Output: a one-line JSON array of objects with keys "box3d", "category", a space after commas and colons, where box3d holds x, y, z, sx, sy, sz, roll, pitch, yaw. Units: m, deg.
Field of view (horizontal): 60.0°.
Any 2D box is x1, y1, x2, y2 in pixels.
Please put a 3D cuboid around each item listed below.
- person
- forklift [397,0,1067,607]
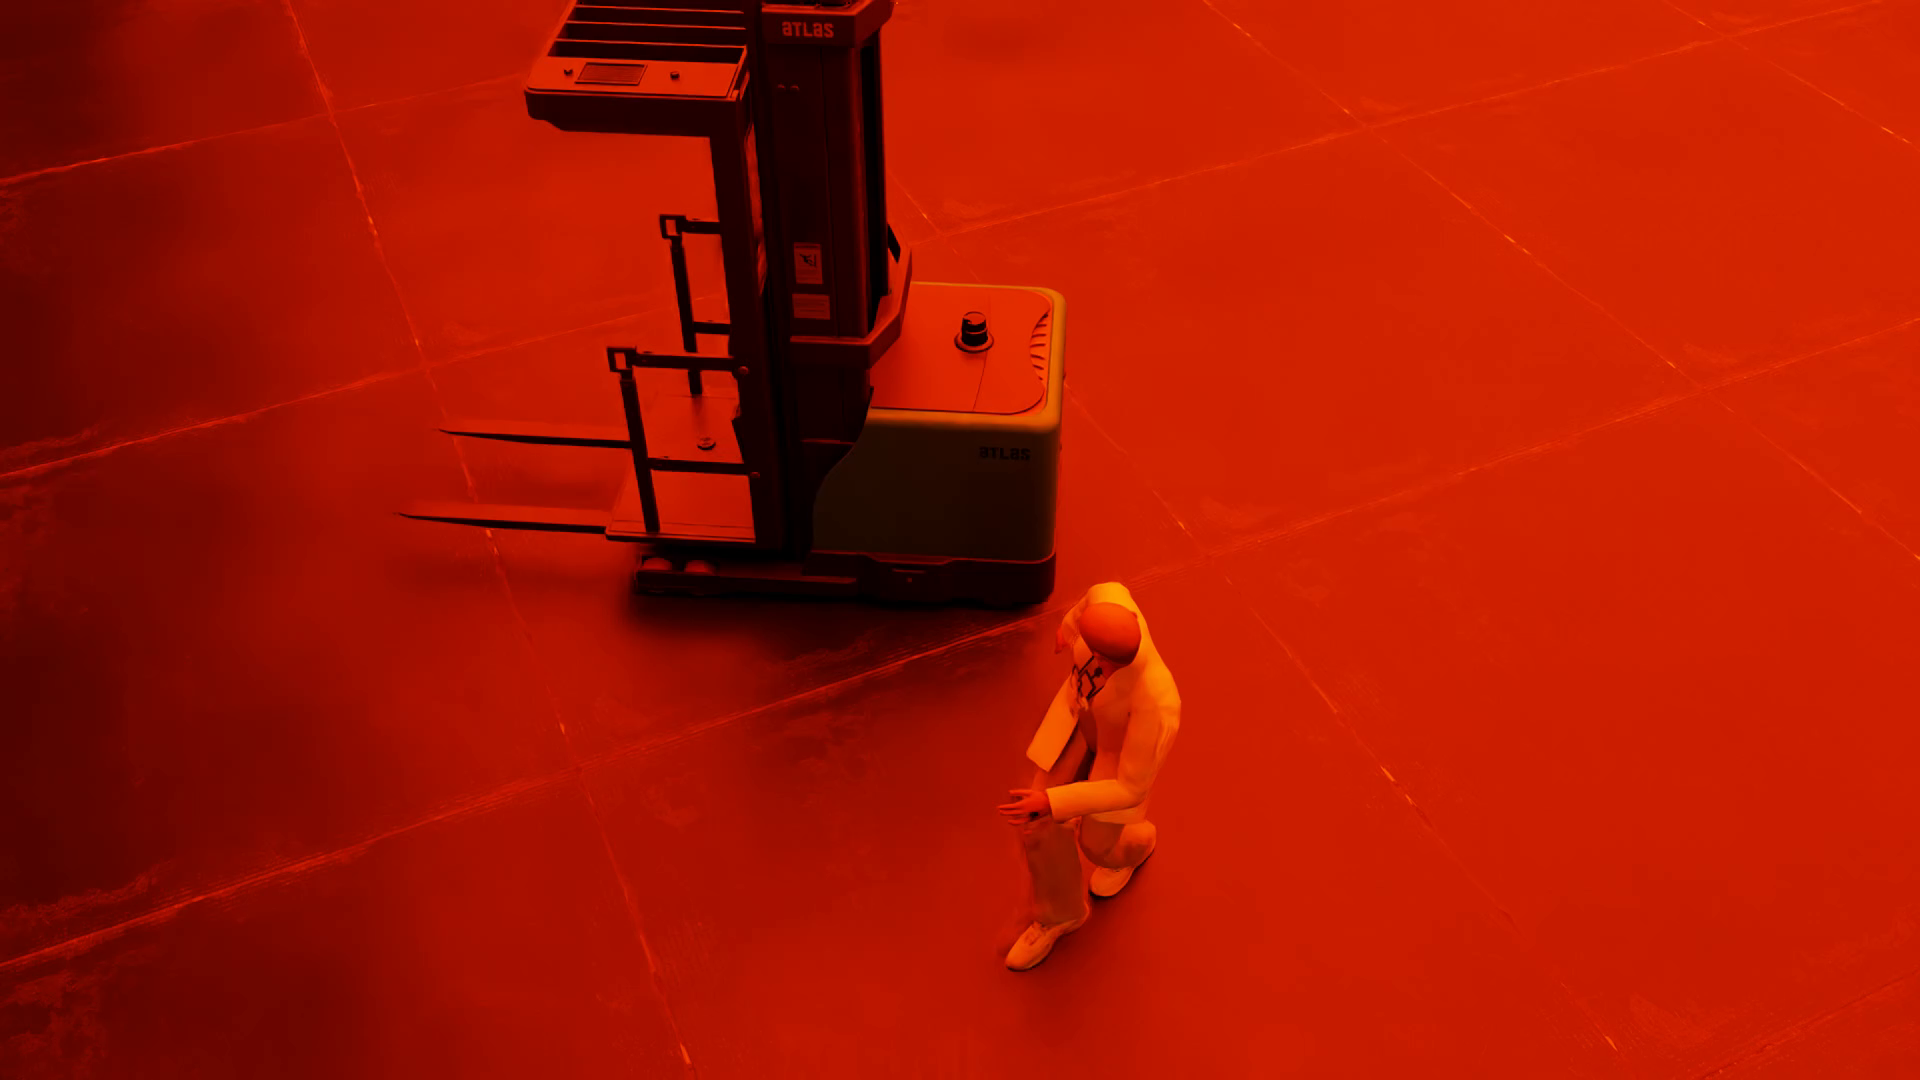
[{"box3d": [0.390, 0.740, 5.869, 0.831, 1.618, 0.808, -31, 51, -29], "category": "person"}, {"box3d": [-1.052, -1.176, 6.940, 3.031, 2.935, 1.130, 3, 43, 3], "category": "forklift"}]
